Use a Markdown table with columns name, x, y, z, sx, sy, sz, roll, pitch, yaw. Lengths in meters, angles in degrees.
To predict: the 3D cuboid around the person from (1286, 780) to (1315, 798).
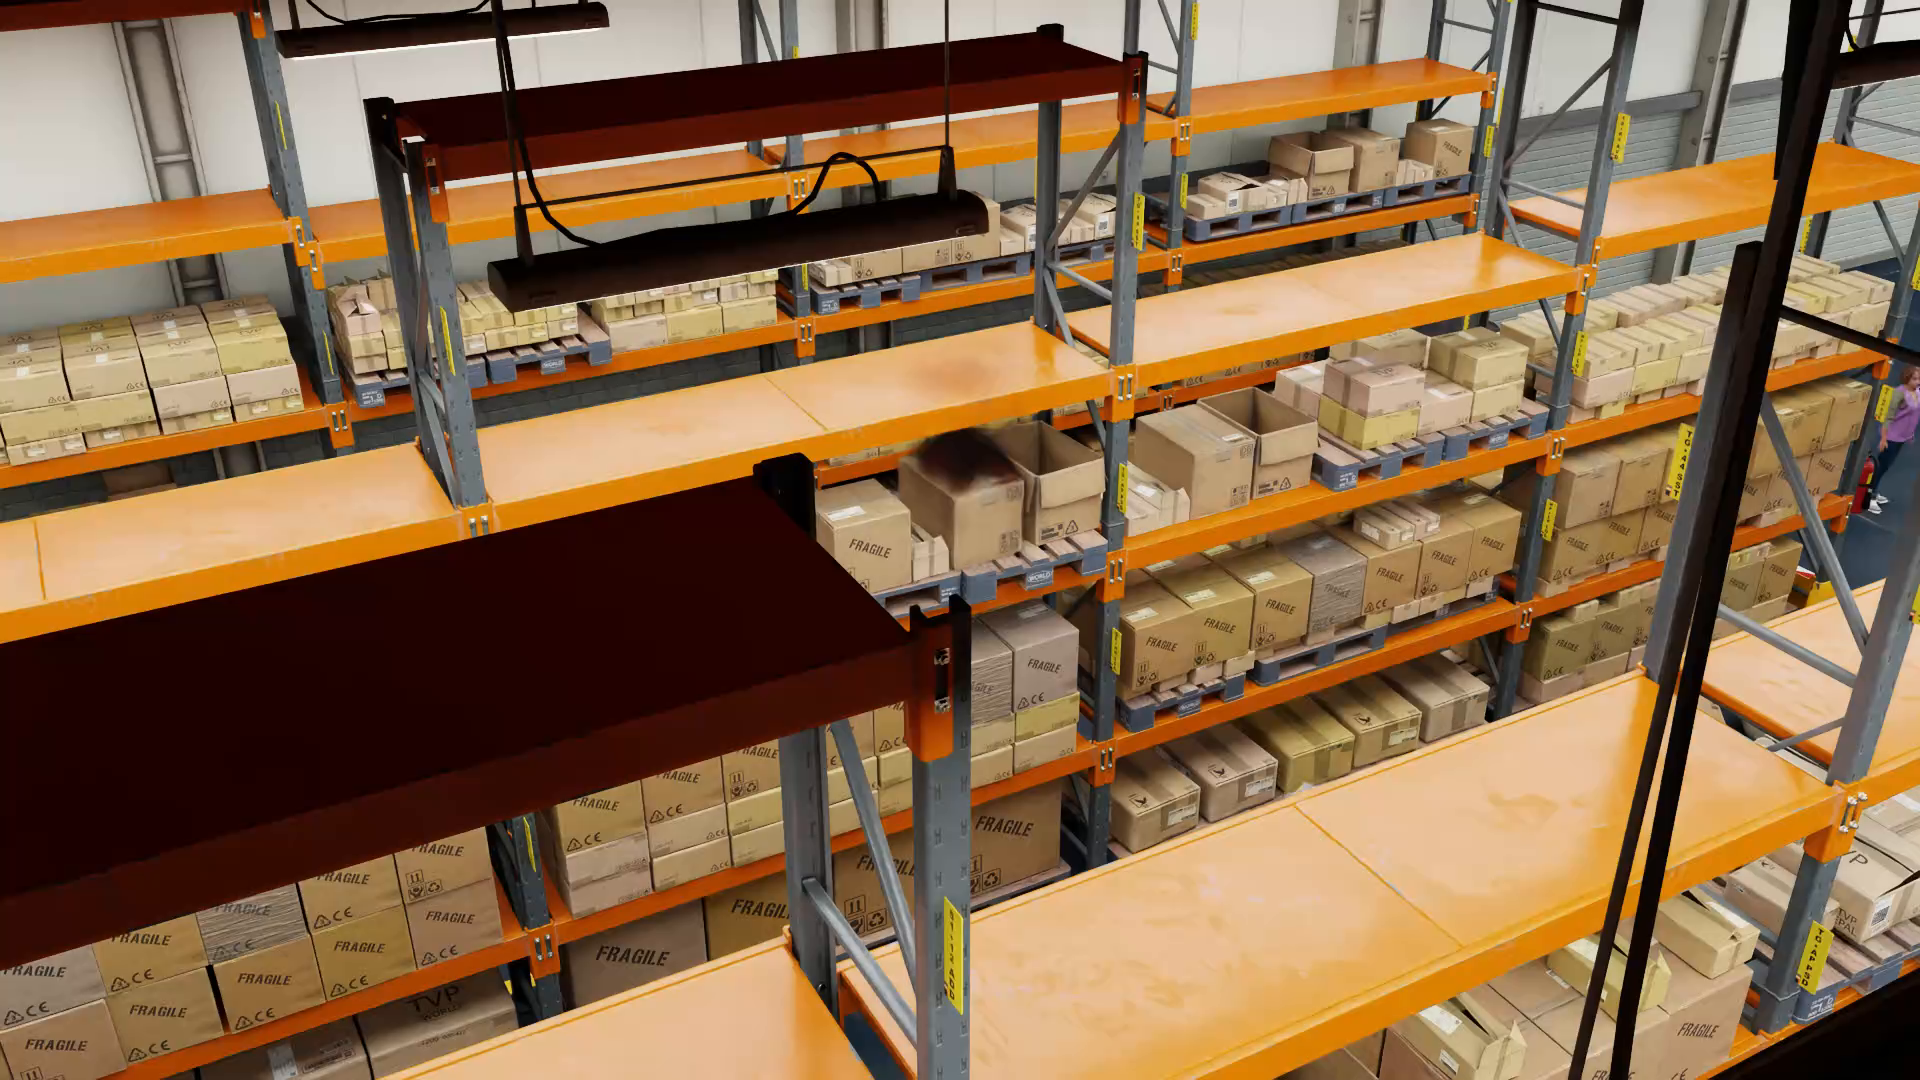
| name | x | y | z | sx | sy | sz | roll | pitch | yaw |
| --- | --- | --- | --- | --- | --- | --- | --- | --- | --- |
| person | 1.993 | 2.274 | 10.574 | 0.809 | 1.691 | 0.440 | -20 | 34 | -33 |

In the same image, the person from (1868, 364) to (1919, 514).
| name | x | y | z | sx | sy | sz | roll | pitch | yaw |
| --- | --- | --- | --- | --- | --- | --- | --- | --- | --- |
| person | 9.720 | -1.077 | 17.325 | 0.478 | 1.618 | 0.354 | -21 | 34 | -34 |
